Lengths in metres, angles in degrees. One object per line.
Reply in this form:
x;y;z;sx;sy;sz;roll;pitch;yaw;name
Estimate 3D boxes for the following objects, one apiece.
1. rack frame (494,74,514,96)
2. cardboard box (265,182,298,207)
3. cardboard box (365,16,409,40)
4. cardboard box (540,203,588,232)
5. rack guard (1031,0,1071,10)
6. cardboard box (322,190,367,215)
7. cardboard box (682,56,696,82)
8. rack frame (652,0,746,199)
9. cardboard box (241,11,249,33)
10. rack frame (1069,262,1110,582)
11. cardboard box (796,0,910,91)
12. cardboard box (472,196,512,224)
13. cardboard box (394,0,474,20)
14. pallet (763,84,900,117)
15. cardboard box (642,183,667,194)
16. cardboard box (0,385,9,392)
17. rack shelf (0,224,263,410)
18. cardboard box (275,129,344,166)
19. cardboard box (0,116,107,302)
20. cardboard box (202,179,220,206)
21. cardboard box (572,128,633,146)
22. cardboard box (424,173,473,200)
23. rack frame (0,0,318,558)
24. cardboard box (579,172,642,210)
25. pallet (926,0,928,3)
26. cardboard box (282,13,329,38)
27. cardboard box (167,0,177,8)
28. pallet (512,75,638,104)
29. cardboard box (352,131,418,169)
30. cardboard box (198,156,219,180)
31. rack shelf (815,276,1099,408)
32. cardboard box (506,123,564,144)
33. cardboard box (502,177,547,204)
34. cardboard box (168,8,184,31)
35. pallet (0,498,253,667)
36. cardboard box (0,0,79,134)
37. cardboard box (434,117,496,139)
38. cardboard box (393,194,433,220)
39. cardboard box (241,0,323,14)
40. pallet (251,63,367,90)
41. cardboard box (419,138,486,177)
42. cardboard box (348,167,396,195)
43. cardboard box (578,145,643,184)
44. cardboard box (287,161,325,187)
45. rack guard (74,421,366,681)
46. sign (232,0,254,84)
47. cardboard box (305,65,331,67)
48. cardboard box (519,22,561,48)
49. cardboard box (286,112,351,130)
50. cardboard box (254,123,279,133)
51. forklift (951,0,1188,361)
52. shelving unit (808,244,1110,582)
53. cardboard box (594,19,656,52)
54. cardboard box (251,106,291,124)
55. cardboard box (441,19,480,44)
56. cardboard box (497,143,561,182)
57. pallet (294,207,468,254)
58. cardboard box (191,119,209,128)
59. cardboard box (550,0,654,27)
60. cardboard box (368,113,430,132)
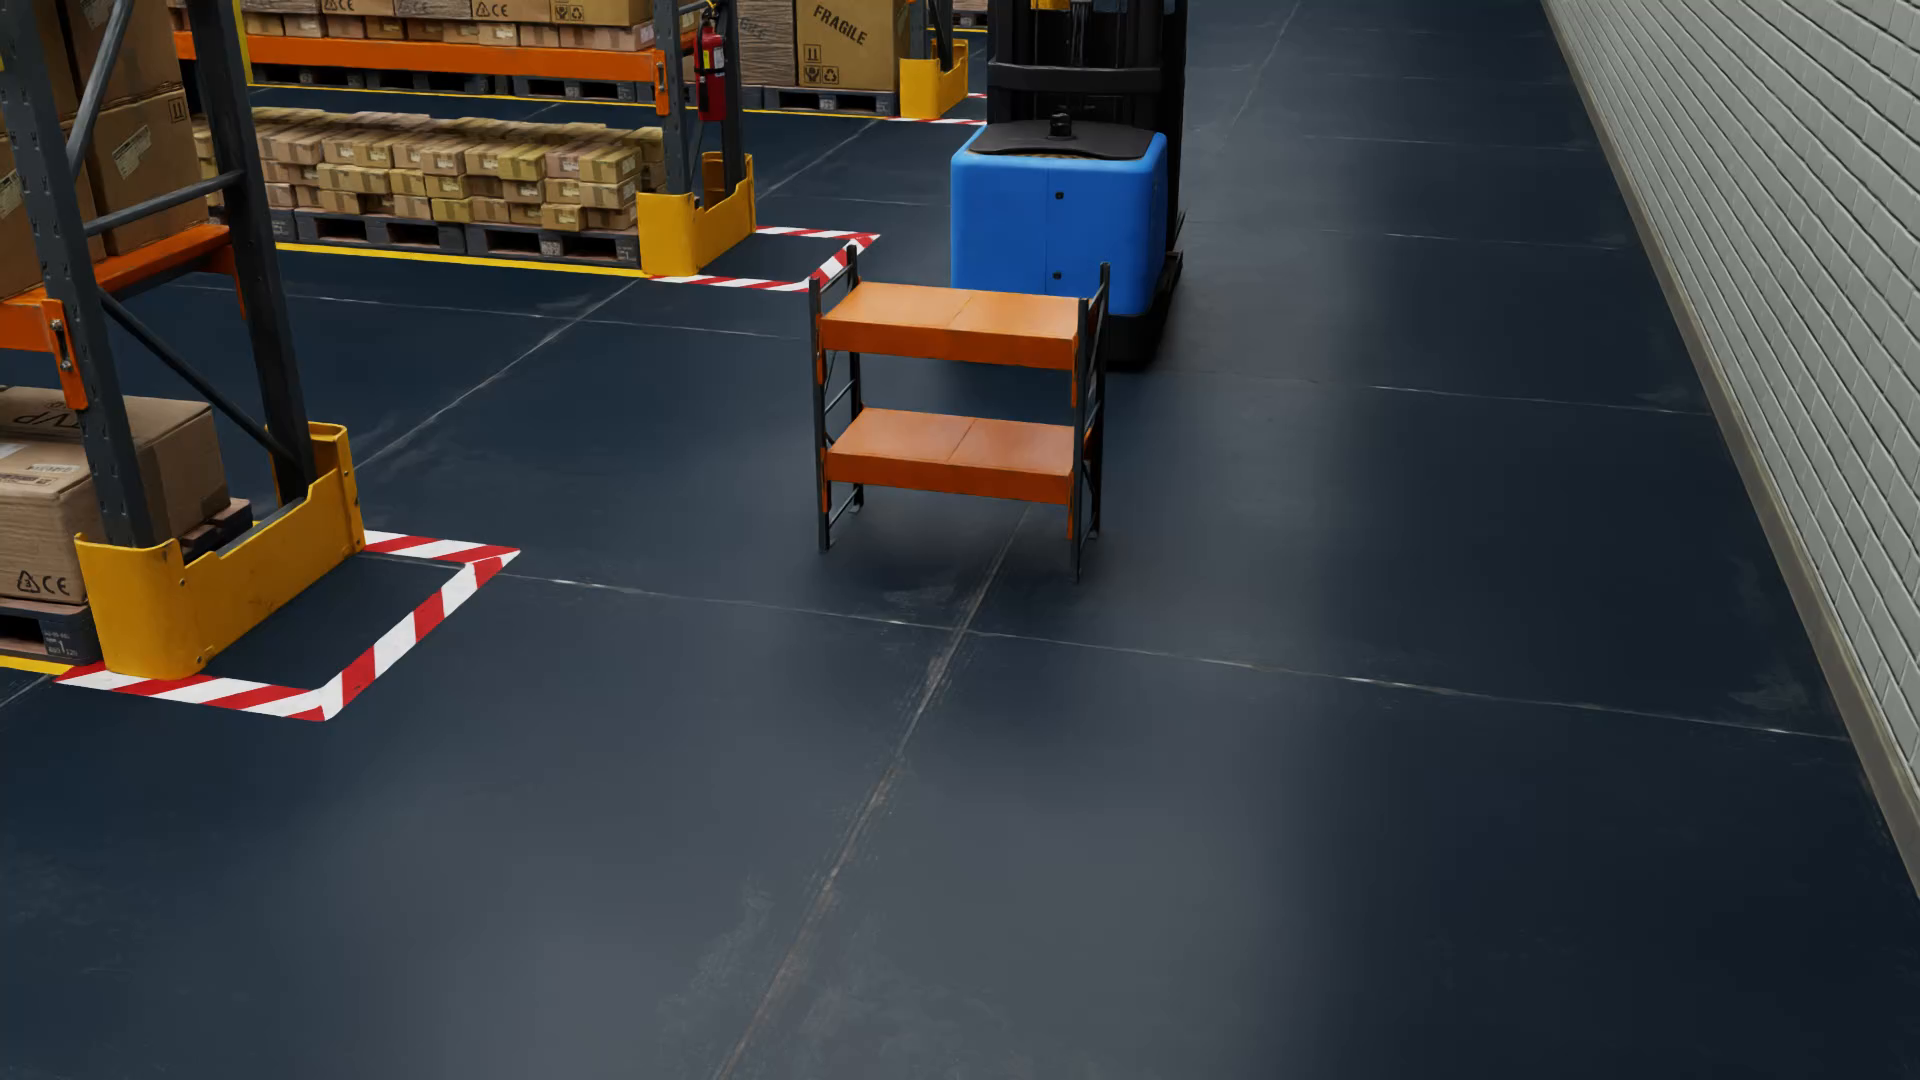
-4.121;-5.680;15.191;0.127;3.000;1.000;6;26;13;rack frame
-4.412;-2.316;10.953;0.250;0.149;0.380;6;26;12;cardboard box
-3.453;-3.198;10.270;0.250;0.149;0.380;7;26;14;cardboard box
-2.416;-2.055;10.405;0.250;0.149;0.380;7;26;15;cardboard box
1.013;-6.188;19.166;0.348;0.500;1.175;6;26;13;rack guard
-3.914;-2.234;10.780;0.250;0.149;0.380;6;26;12;cardboard box
-2.630;-4.710;15.137;0.875;0.875;0.875;6;26;13;cardboard box
-1.580;-3.198;9.978;0.127;3.000;1.000;6;26;13;rack frame
-4.459;-3.311;10.508;0.250;0.149;0.380;5;26;11;cardboard box
0.499;-0.453;6.392;0.032;1.125;0.500;6;26;13;rack frame
-0.886;-4.517;14.732;0.875;0.875;0.875;6;26;13;cardboard box
-2.893;-2.140;10.584;0.250;0.149;0.380;7;26;14;cardboard box
-3.070;-3.426;9.994;0.500;0.500;0.500;6;26;13;cardboard box
-1.041;-4.046;15.003;1.213;0.211;1.003;6;26;13;pallet
-2.008;-2.290;10.898;0.250;0.149;0.380;7;26;14;cardboard box
-4.267;-0.283;6.346;0.875;0.438;0.875;7;26;14;cardboard box
-4.652;-1.016;6.231;4.000;0.370;1.077;6;26;13;rack shelf
-4.178;-2.534;10.718;0.250;0.149;0.380;7;26;14;cardboard box
-3.248;-1.113;5.482;0.500;0.500;0.500;6;26;13;cardboard box
-4.924;-2.327;10.977;0.250;0.149;0.380;7;26;15;cardboard box
-2.300;-2.546;10.744;0.250;0.149;0.380;7;26;14;cardboard box
-3.171;-2.277;10.526;0.250;0.149;0.380;7;26;14;cardboard box
-2.715;-1.126;5.626;0.127;3.000;1.000;6;26;13;rack frame
-2.162;-2.172;10.305;0.250;0.149;0.380;6;26;12;cardboard box
-0.980;-6.291;19.718;1.213;0.211;1.003;6;26;13;pallet
-3.973;-3.225;10.328;0.250;0.149;0.380;7;26;15;cardboard box
-5.037;-3.648;10.460;0.500;0.500;0.500;6;26;12;cardboard box
-3.404;-4.307;15.551;1.213;0.211;1.003;6;26;13;pallet
-3.665;-2.496;10.639;0.250;0.149;0.380;6;26;13;cardboard box
-4.915;-2.501;10.996;0.250;0.149;0.380;6;26;13;cardboard box
0.007;-0.771;6.381;1.000;0.278;0.538;6;26;13;rack shelf
-2.773;-2.618;10.896;0.250;0.149;0.380;5;26;10;cardboard box
-2.666;-2.227;10.421;0.250;0.149;0.380;5;26;11;cardboard box
-4.992;-3.349;10.588;0.250;0.149;0.380;7;26;15;cardboard box
-3.509;0.080;6.337;1.213;0.211;1.003;6;26;13;pallet
-3.241;-1.575;5.290;0.500;0.500;0.500;7;26;15;cardboard box
-3.282;-2.699;11.066;0.250;0.149;0.380;7;26;14;cardboard box
-3.415;-2.179;10.666;0.250;0.149;0.380;7;26;14;cardboard box
-4.077;-3.529;10.210;0.500;0.500;0.500;6;26;12;cardboard box
-6.072;-4.602;16.171;1.213;0.211;1.003;6;26;13;pallet
-3.176;-2.405;10.449;0.250;0.149;0.380;7;26;15;cardboard box
-3.688;-2.330;10.637;0.250;0.149;0.380;7;26;14;cardboard box
-2.156;-2.320;10.270;0.250;0.149;0.380;7;26;14;cardboard box
-4.149;-2.421;10.827;0.250;0.149;0.380;8;26;15;cardboard box
-2.692;0.005;6.158;0.348;0.500;1.175;6;26;13;rack guard
-2.571;-1.783;5.907;0.005;0.325;0.100;6;26;13;sign
-5.611;-5.066;15.885;0.875;0.875;1.225;5;26;11;cardboard box
-2.444;-3.065;9.990;0.250;0.149;0.380;6;26;12;cardboard box
-4.312;-2.773;11.220;0.250;0.149;0.380;7;26;15;cardboard box
-4.663;-2.613;10.885;0.250;0.149;0.380;6;26;12;cardboard box
0.742;-2.851;9.329;1.130;2.935;3.031;5;26;11;forklift
0.007;-0.507;6.507;1.048;1.125;0.538;6;26;13;shelving unit
-1.966;-3.002;9.858;0.250;0.149;0.380;6;26;13;cardboard box
-4.787;-2.857;11.396;0.250;0.149;0.380;7;26;14;cardboard box
-2.945;-3.123;10.112;0.250;0.149;0.380;5;26;11;cardboard box
-2.667;-2.346;10.323;0.250;0.149;0.380;6;26;12;cardboard box
-3.609;-2.180;11.084;1.213;0.211;1.003;6;26;13;pallet
-5.172;-2.674;11.013;0.250;0.149;0.380;7;26;15;cardboard box
-2.079;-3.318;9.768;0.500;0.500;0.500;7;26;14;cardboard box
-3.763;-2.758;11.190;0.250;0.149;0.380;5;26;11;cardboard box
